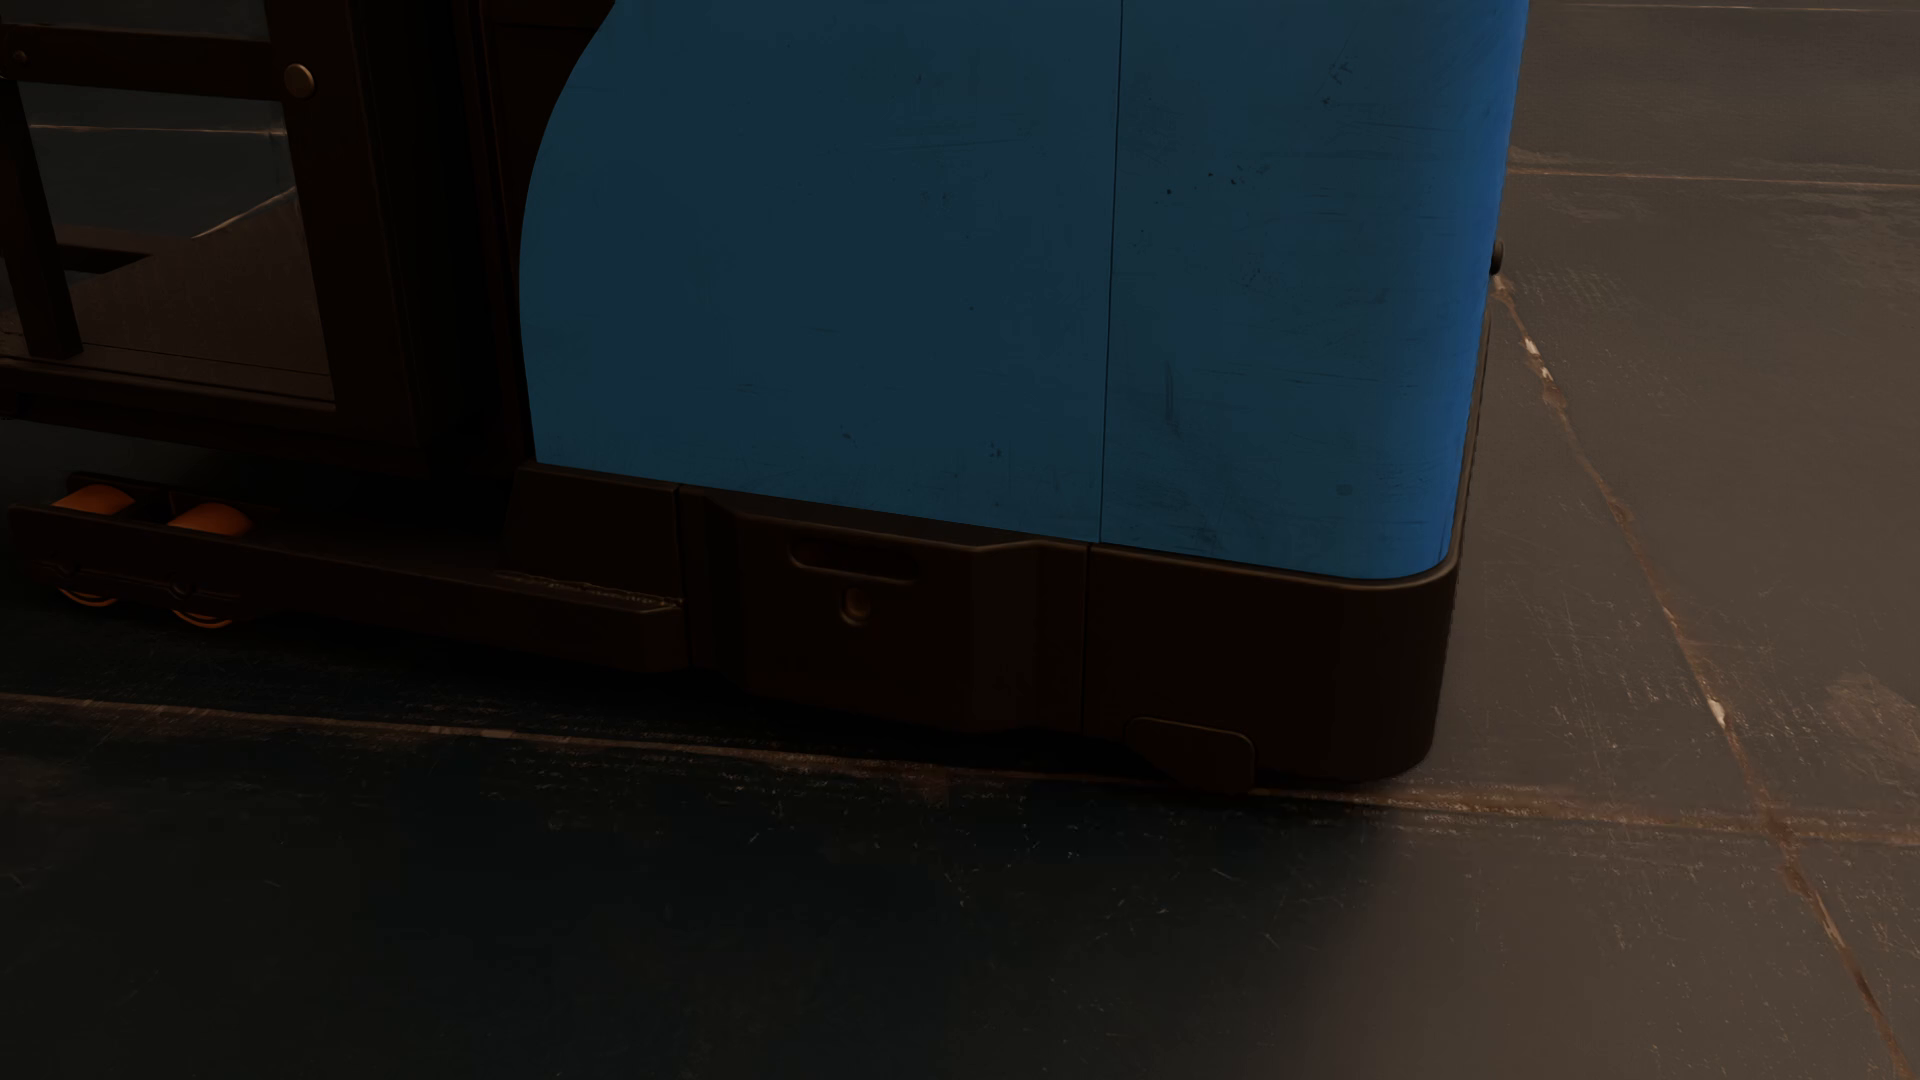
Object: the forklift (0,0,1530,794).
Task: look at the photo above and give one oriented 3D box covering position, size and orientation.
[{"bbox_3d":[-0.777,-1.405,2.033,3.031,2.935,1.130,8,28,16],"label":"forklift"}]
